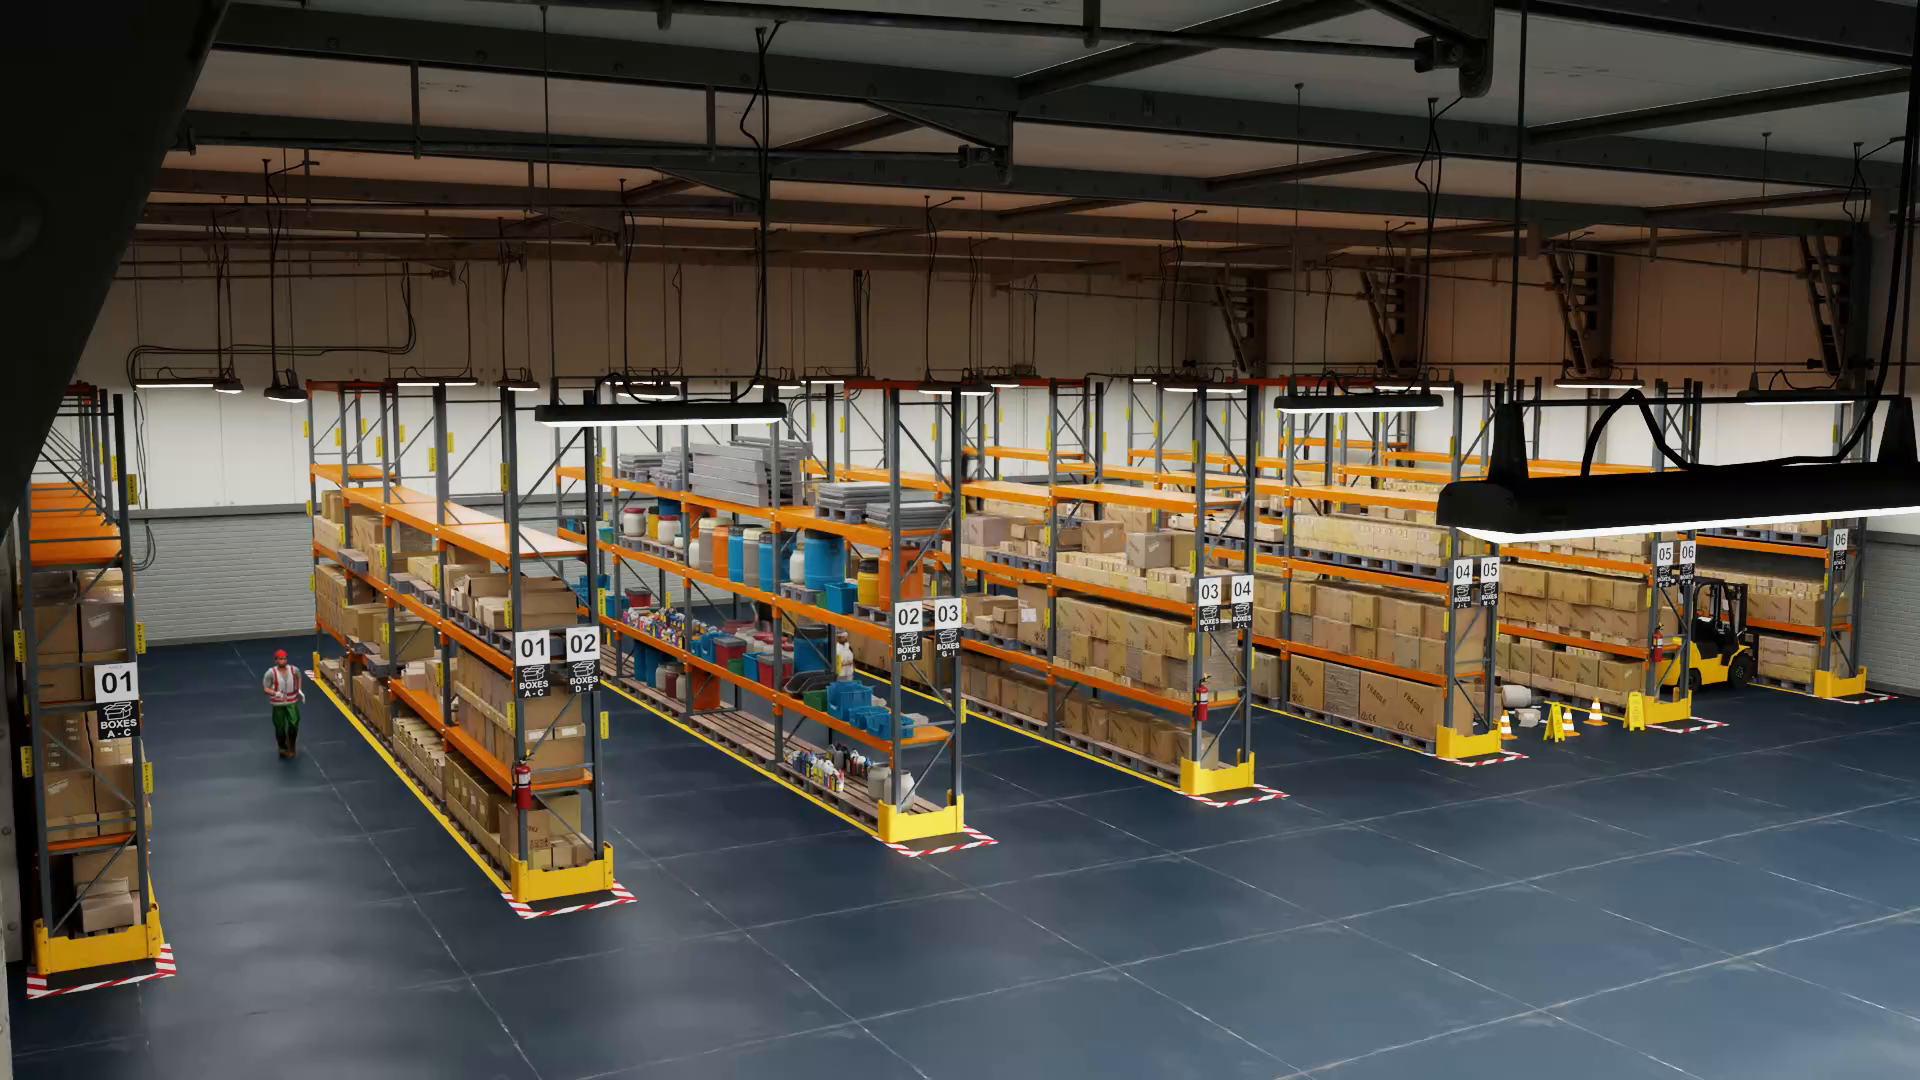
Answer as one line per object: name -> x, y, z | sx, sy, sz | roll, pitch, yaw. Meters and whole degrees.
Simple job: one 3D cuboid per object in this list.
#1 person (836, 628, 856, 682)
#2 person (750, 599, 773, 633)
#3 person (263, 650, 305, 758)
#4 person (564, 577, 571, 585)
person -> -2.076, 2.398, 29.108 | 0.523, 1.751, 0.846 | -5, 8, -37
person -> -4.088, 1.762, 35.281 | 0.559, 1.606, 0.648 | -4, 7, -33
person -> -10.774, 2.622, 26.548 | 0.637, 1.766, 0.778 | -3, 7, -28
person -> -9.071, 1.600, 36.972 | 0.990, 1.579, 0.621 | 0, 6, 0
